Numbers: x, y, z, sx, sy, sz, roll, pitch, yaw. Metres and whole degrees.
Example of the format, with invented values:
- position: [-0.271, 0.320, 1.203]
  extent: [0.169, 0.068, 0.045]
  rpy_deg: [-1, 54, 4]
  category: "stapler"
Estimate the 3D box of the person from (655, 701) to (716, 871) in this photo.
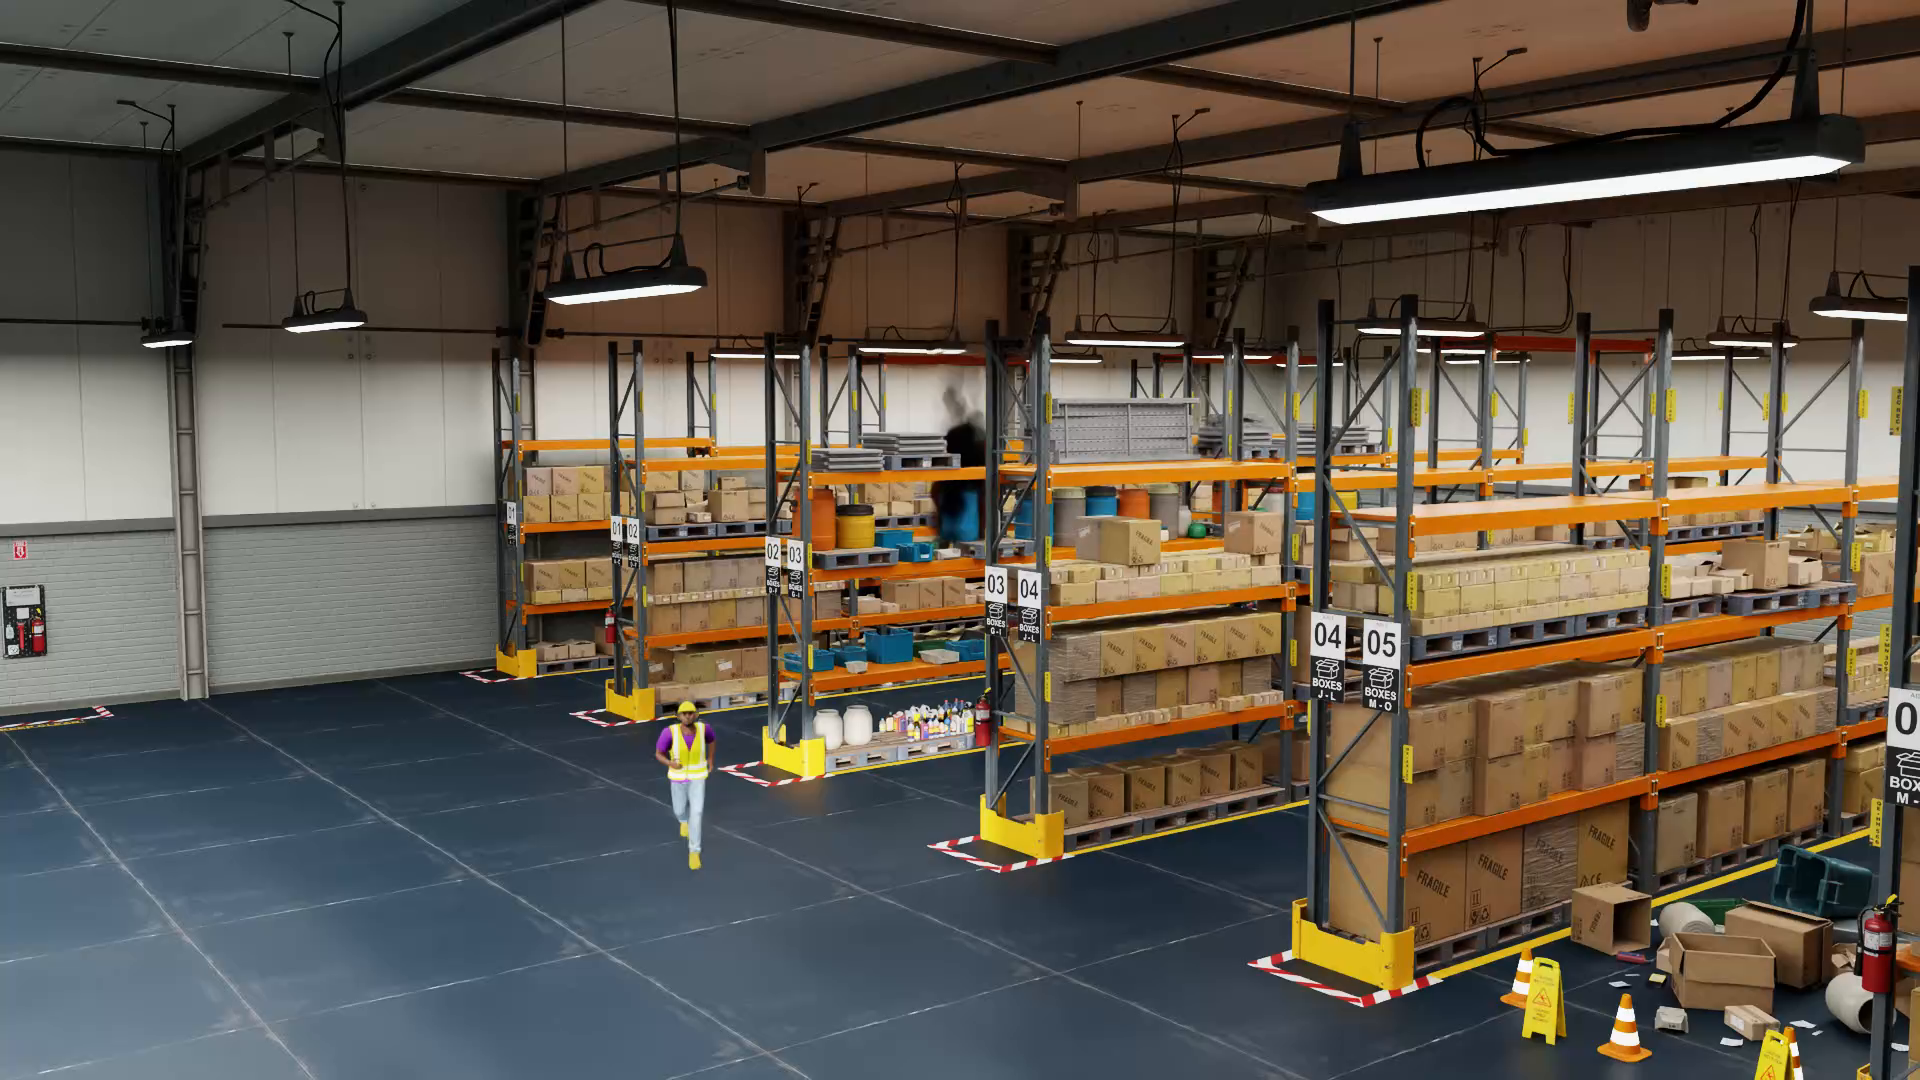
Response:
- position: [-3.059, 2.650, 18.525]
  extent: [0.662, 1.745, 1.113]
  rpy_deg: [-1, 5, -6]
  category: "person"

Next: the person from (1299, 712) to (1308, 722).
- position: [5.412, 2.102, 26.147]
  extent: [0.605, 1.558, 0.560]
  rpy_deg: [-4, 6, -39]
  category: "person"
